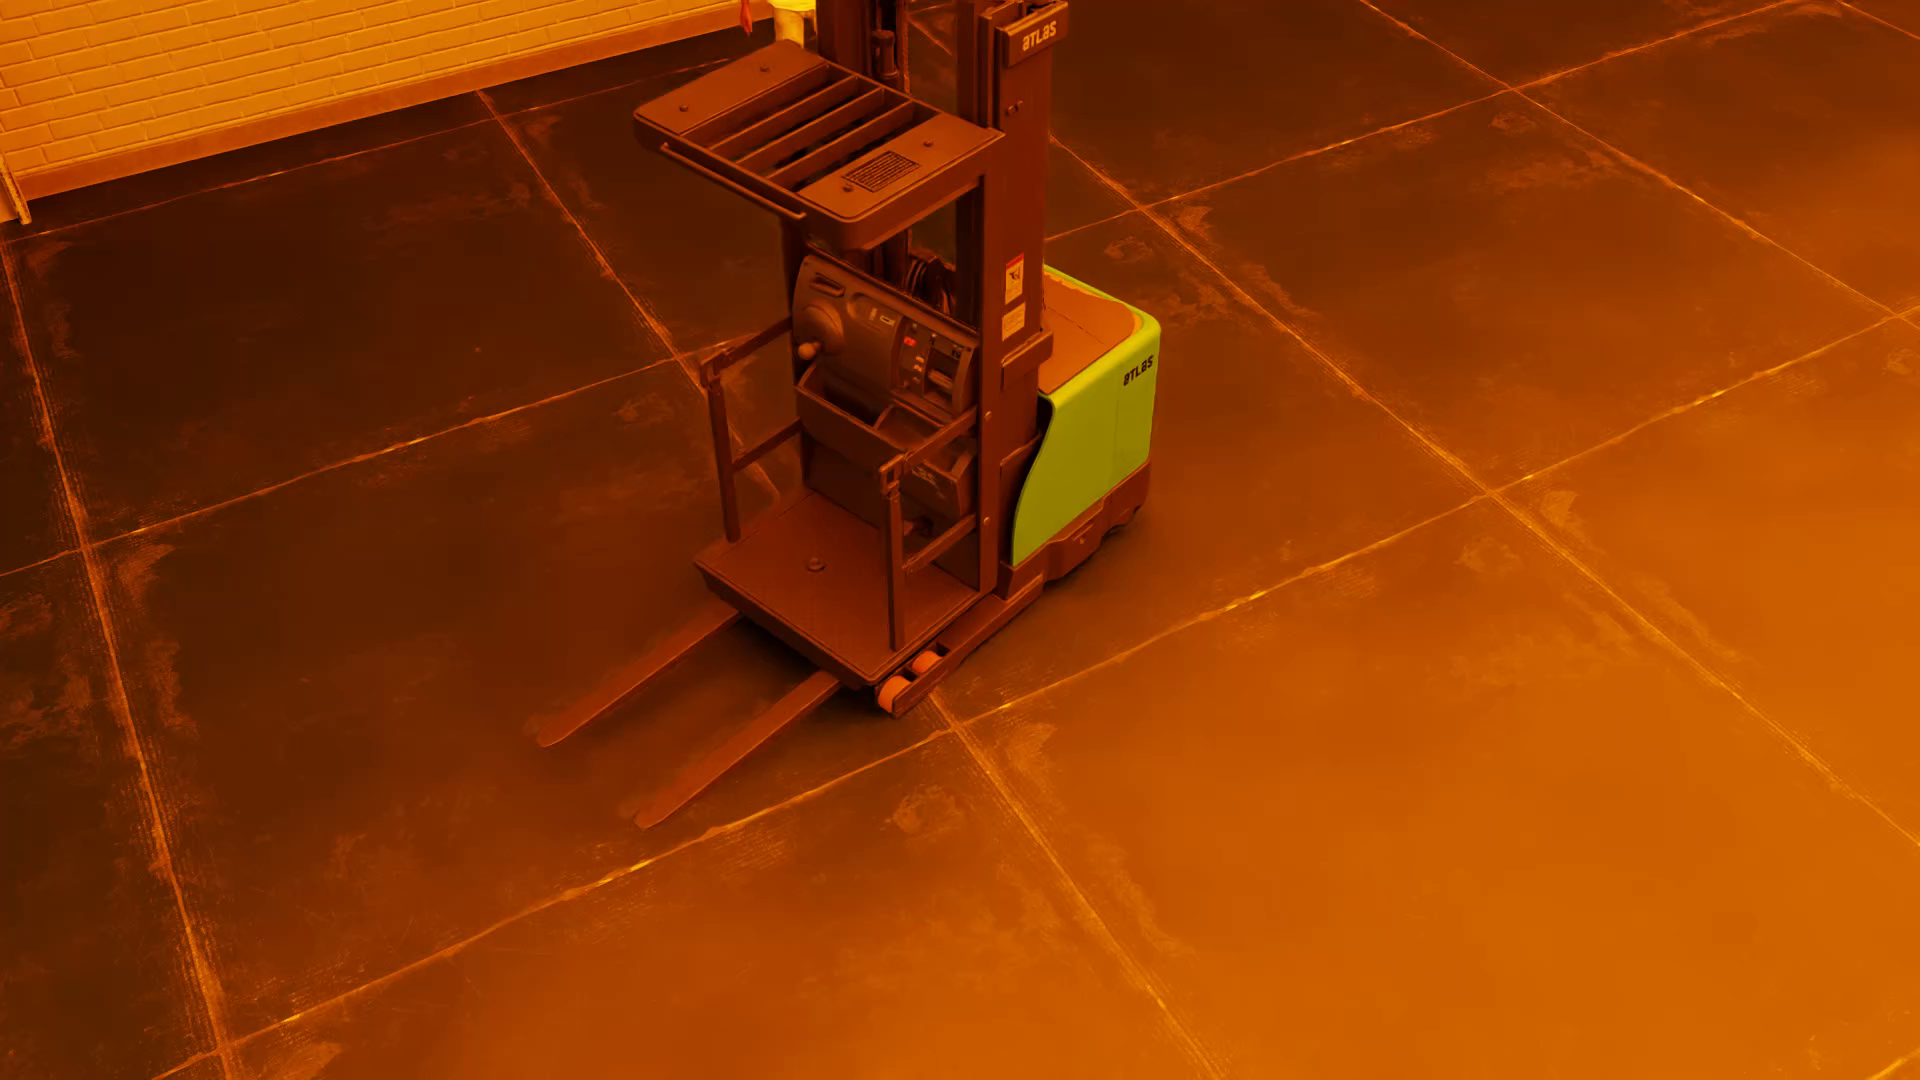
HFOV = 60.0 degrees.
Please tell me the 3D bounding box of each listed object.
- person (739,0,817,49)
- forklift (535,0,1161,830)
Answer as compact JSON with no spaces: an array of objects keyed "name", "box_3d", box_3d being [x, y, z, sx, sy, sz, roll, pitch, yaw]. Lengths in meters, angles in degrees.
[{"name":"person","box_3d":[-0.937,-3.265,10.094,0.810,1.742,0.416,-9,44,-9]},{"name":"forklift","box_3d":[-0.452,-0.726,6.480,1.130,2.935,3.031,31,51,29]}]
